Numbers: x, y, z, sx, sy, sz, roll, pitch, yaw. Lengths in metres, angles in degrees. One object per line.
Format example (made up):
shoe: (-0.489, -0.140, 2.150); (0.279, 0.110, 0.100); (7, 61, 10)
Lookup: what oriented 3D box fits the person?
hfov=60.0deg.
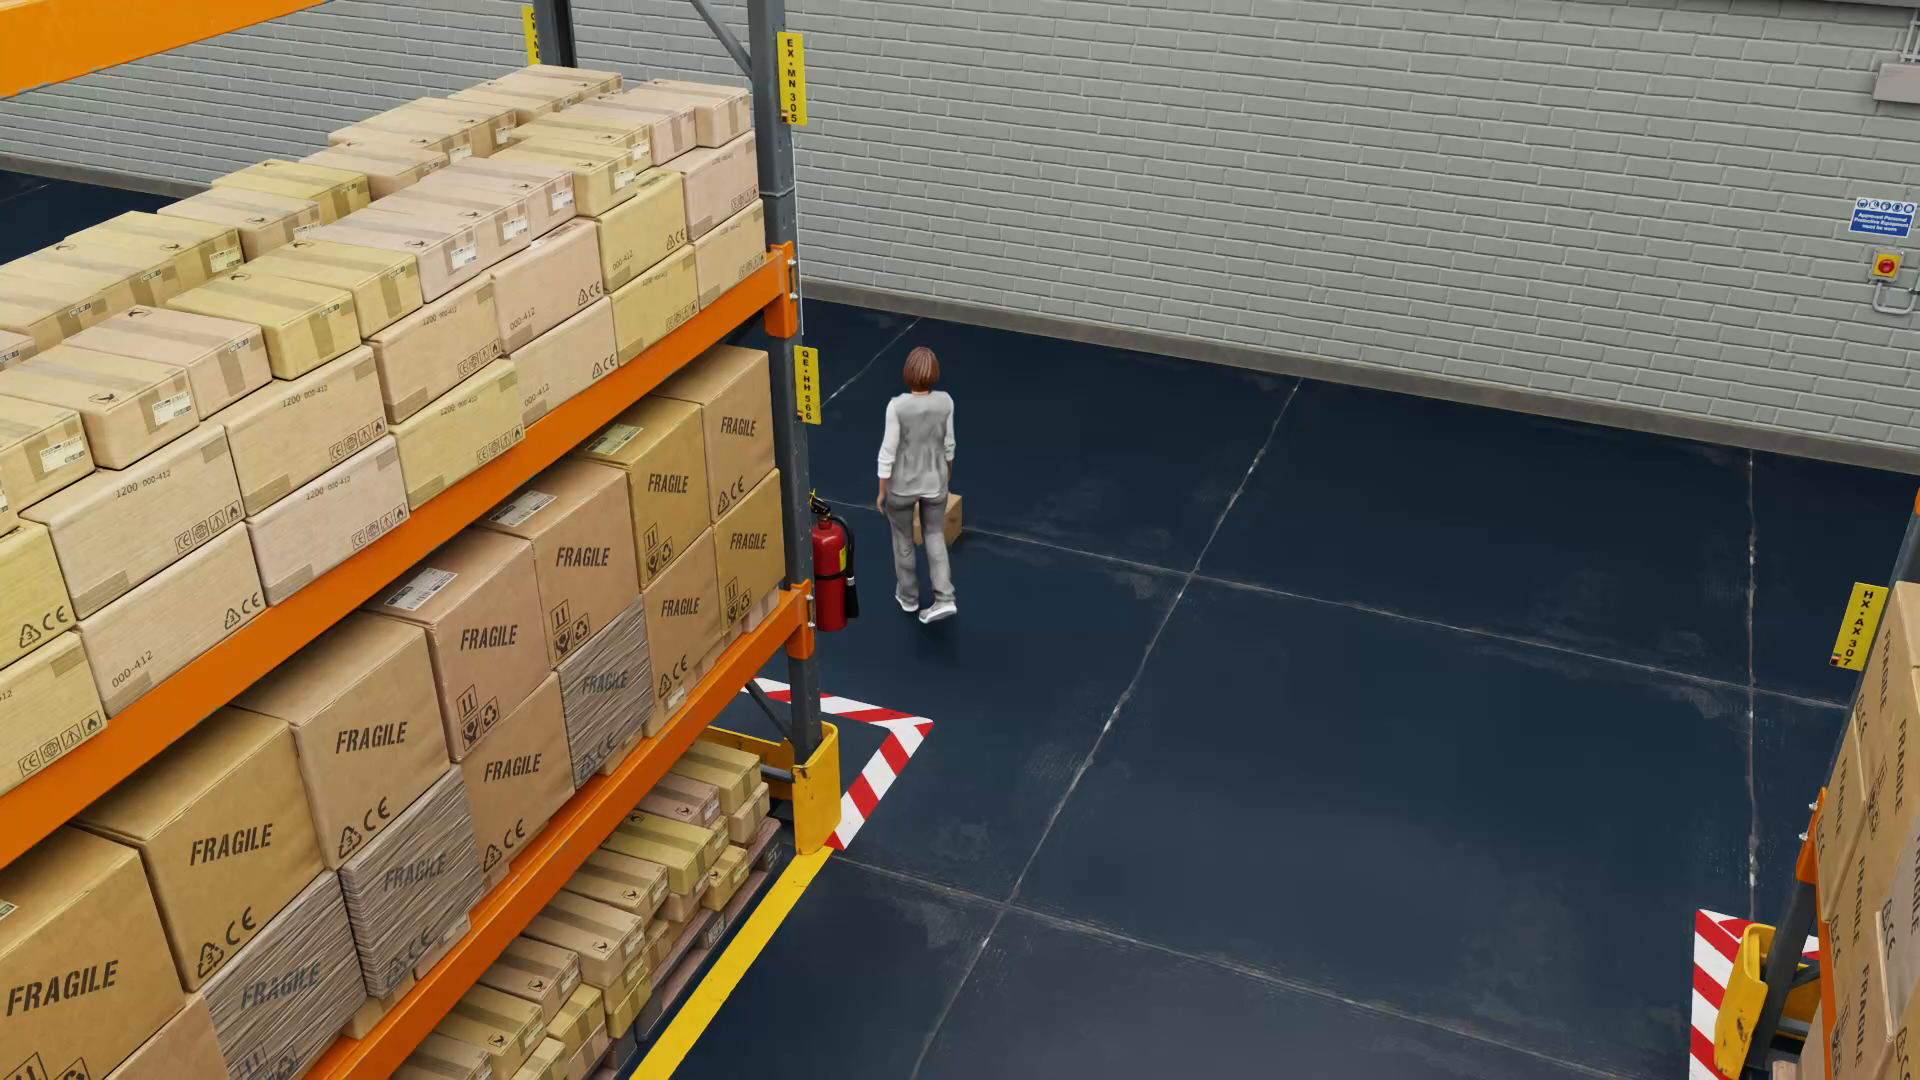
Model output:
person: (-0.229, -0.273, 8.856); (0.443, 1.595, 0.575); (-8, 31, -14)
